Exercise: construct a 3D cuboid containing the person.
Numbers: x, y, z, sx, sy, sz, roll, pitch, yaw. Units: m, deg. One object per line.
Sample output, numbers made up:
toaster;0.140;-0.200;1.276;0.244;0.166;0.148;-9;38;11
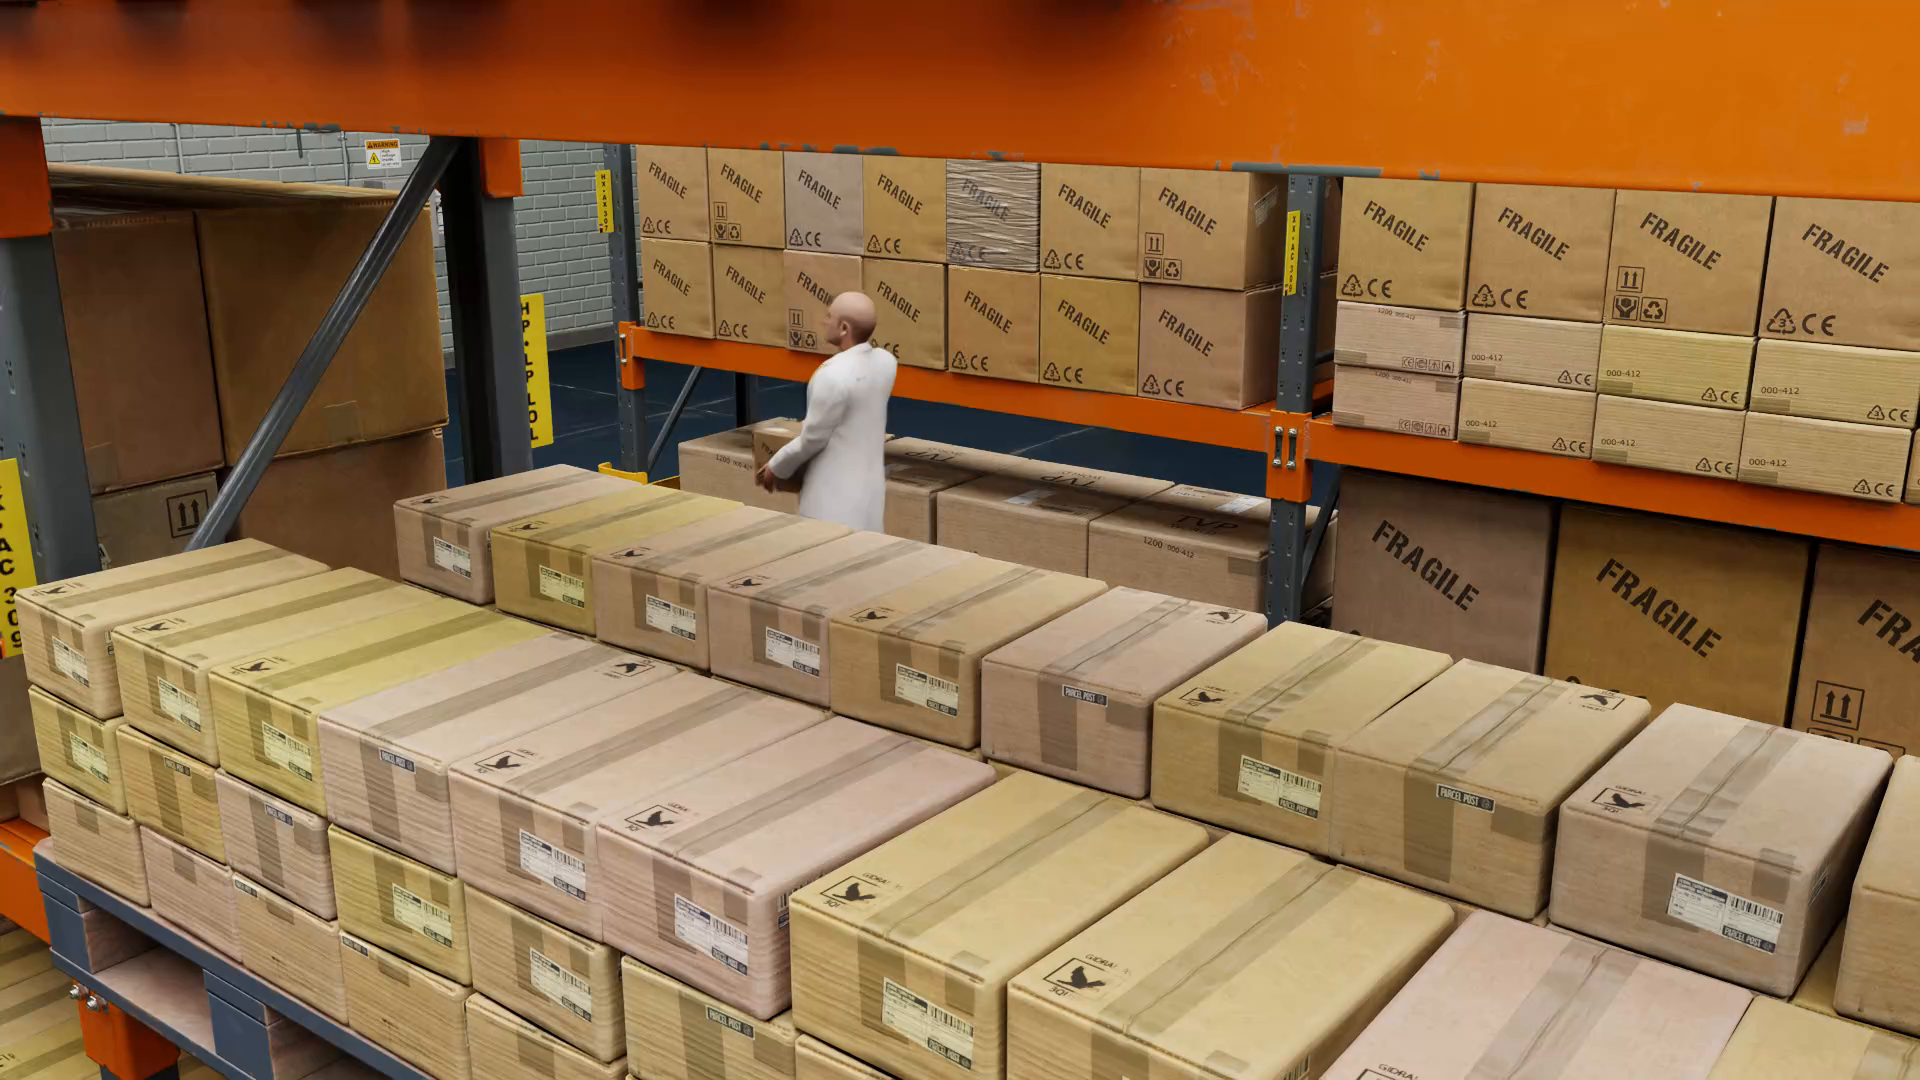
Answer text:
person;-0.587;-0.206;7.260;0.550;1.779;0.542;8;18;25
